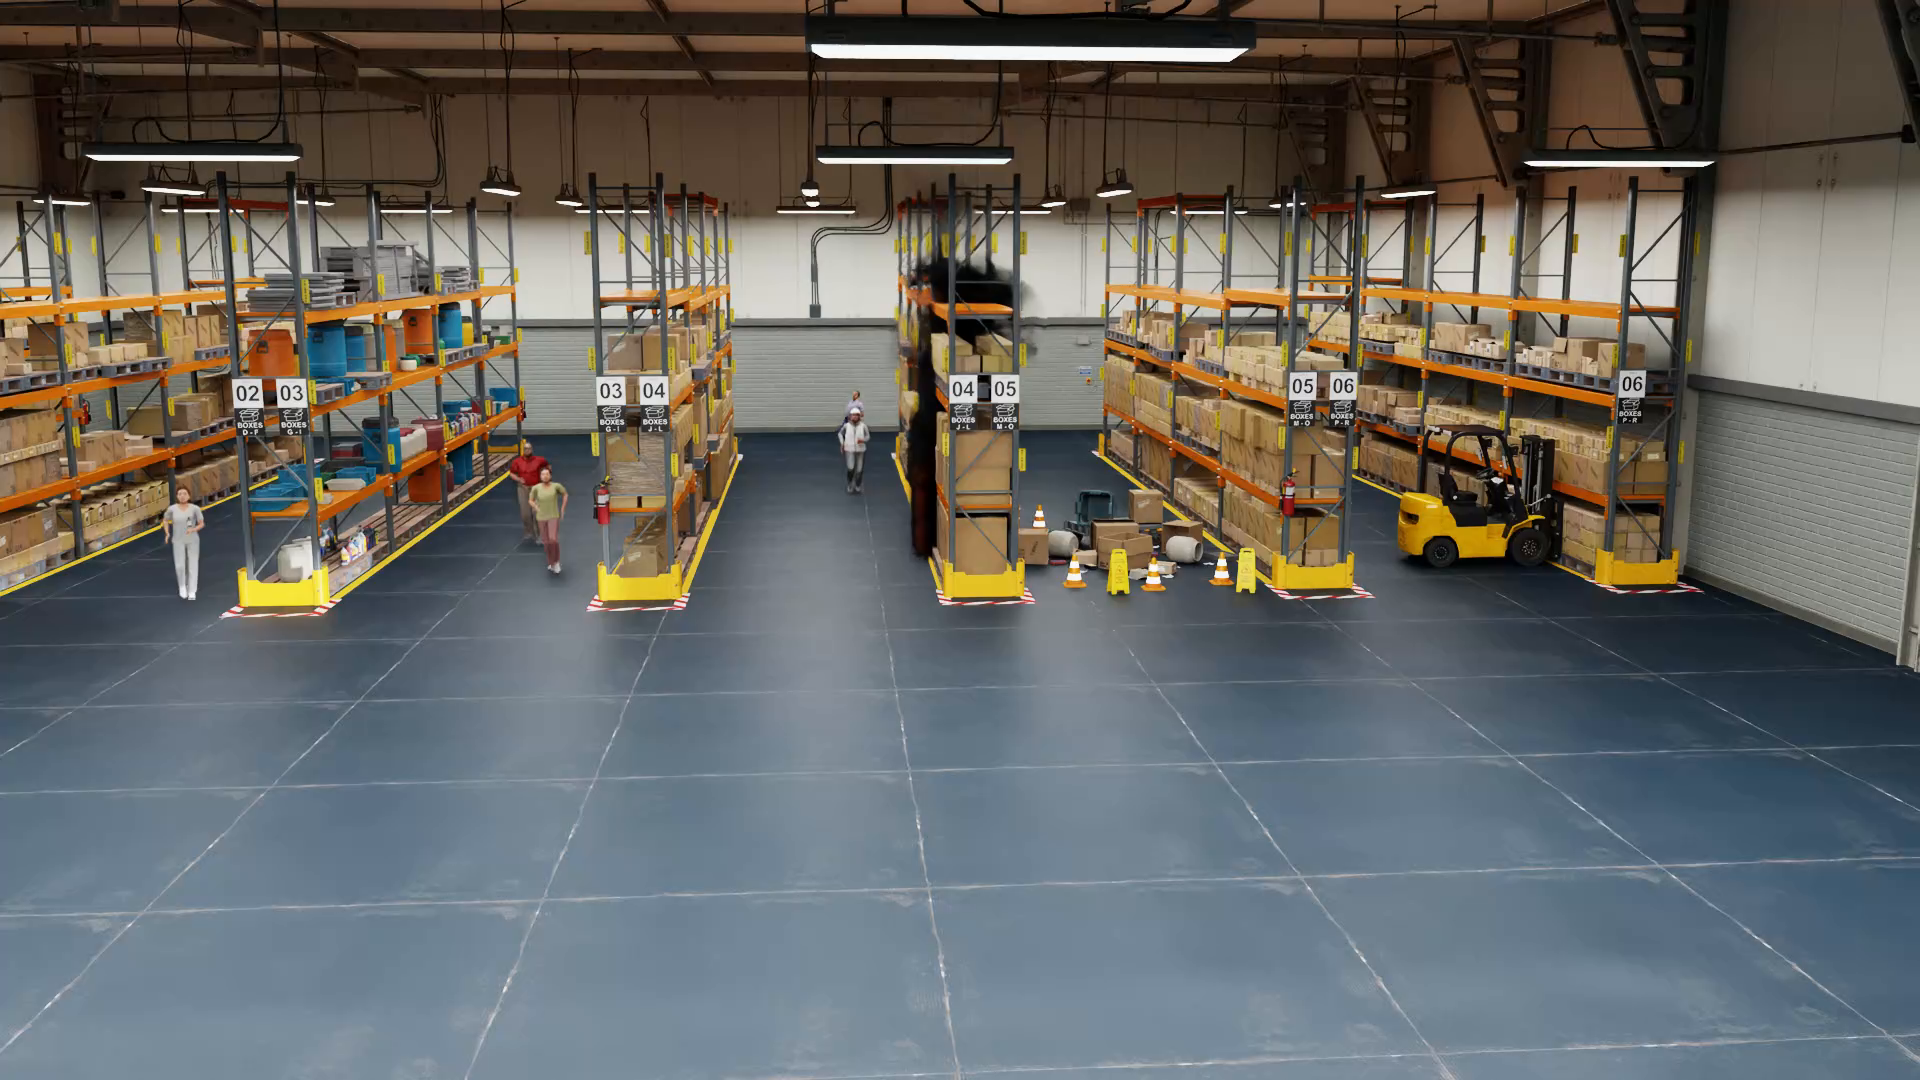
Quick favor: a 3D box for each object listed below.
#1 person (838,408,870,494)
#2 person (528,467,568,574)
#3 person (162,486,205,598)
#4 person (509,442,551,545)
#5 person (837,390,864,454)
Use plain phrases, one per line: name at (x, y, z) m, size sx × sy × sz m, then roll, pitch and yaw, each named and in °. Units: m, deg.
person at (-2.139, -1.808, 33.852) m, size 0.639 × 1.750 × 0.672 m, roll -1°, pitch 10°, yaw -7°
person at (-6.363, -0.302, 25.669) m, size 0.576 × 1.659 × 0.635 m, roll -1°, pitch 10°, yaw -3°
person at (-11.018, 0.050, 23.638) m, size 0.546 × 1.631 × 0.611 m, roll -4°, pitch 11°, yaw -23°
person at (-7.287, -0.767, 28.245) m, size 0.677 × 1.792 × 0.741 m, roll -2°, pitch 10°, yaw -10°
person at (-2.682, -2.844, 40.321) m, size 0.507 × 1.566 × 0.717 m, roll -7°, pitch 12°, yaw -35°
